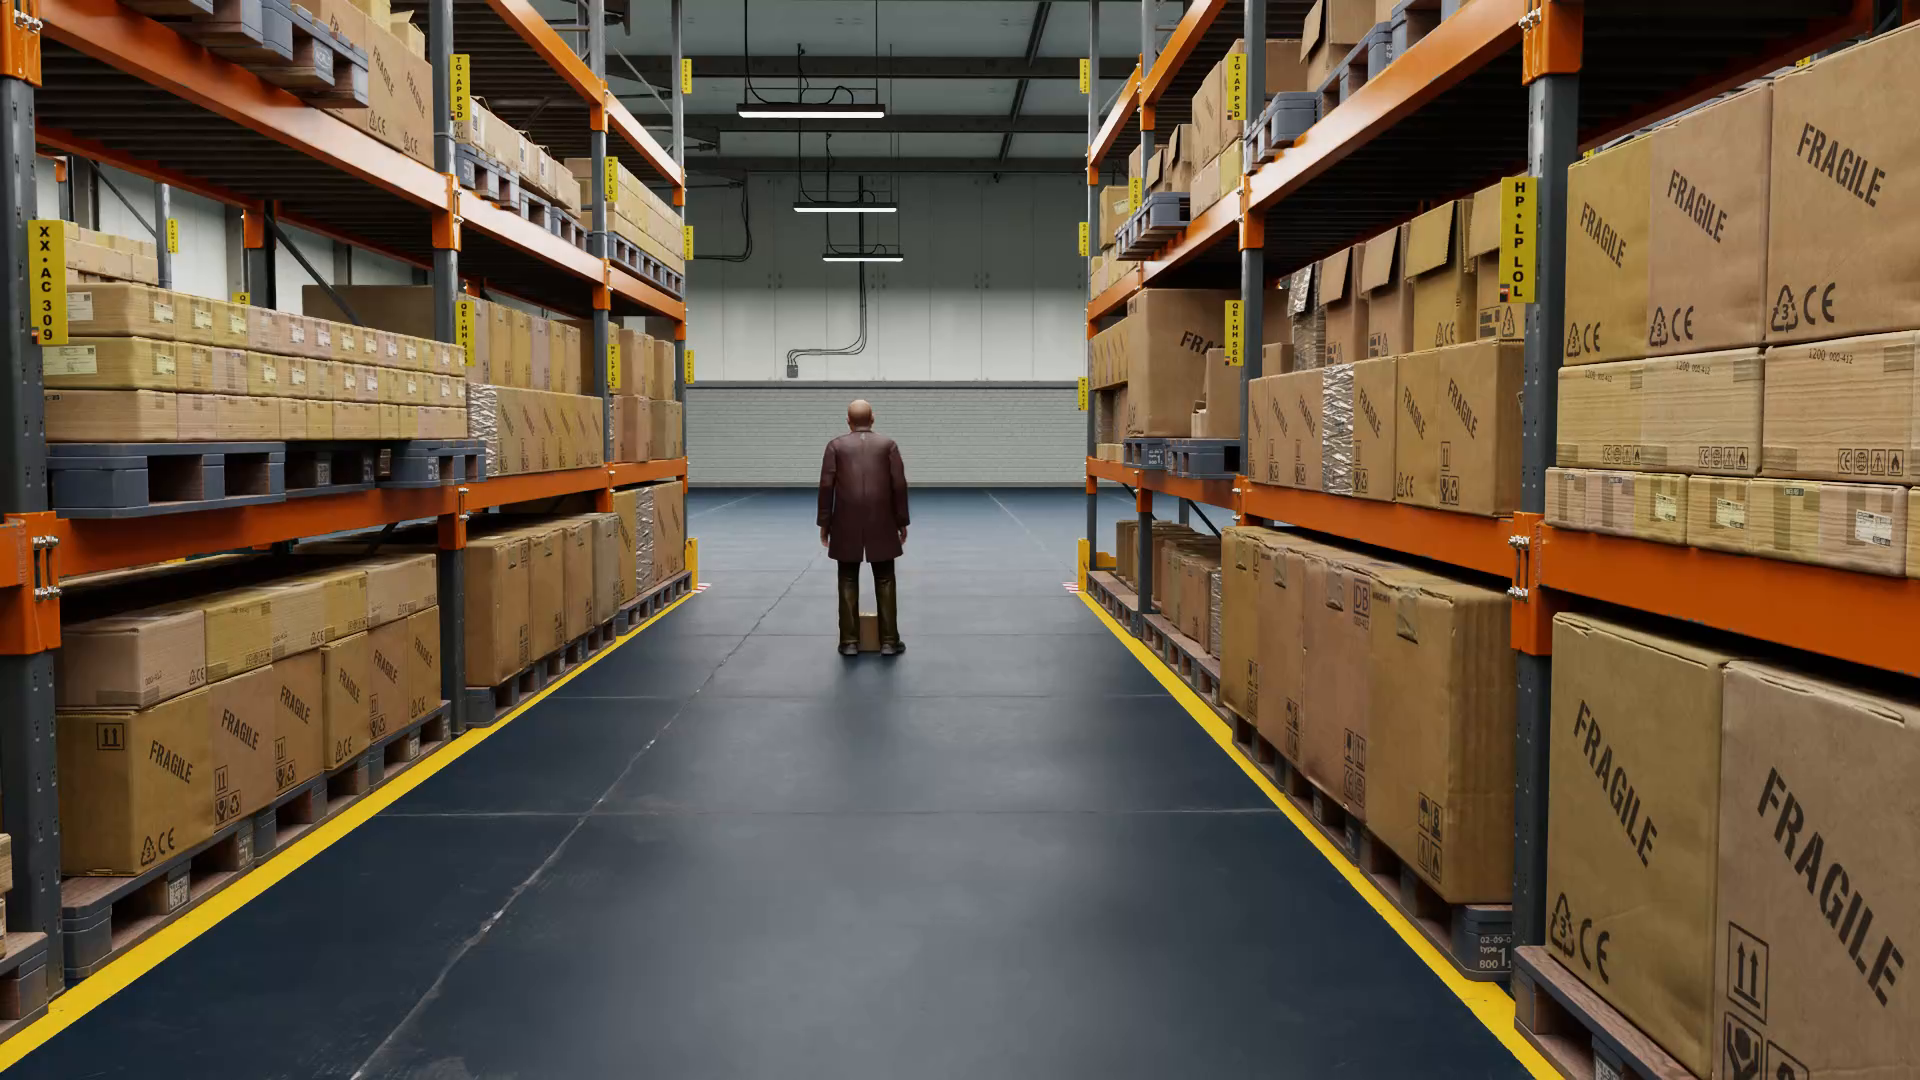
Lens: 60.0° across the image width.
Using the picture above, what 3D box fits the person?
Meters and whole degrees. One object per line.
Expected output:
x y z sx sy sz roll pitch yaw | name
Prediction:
-0.673 -0.090 11.616 0.654 1.774 0.415 0 4 -3 | person
